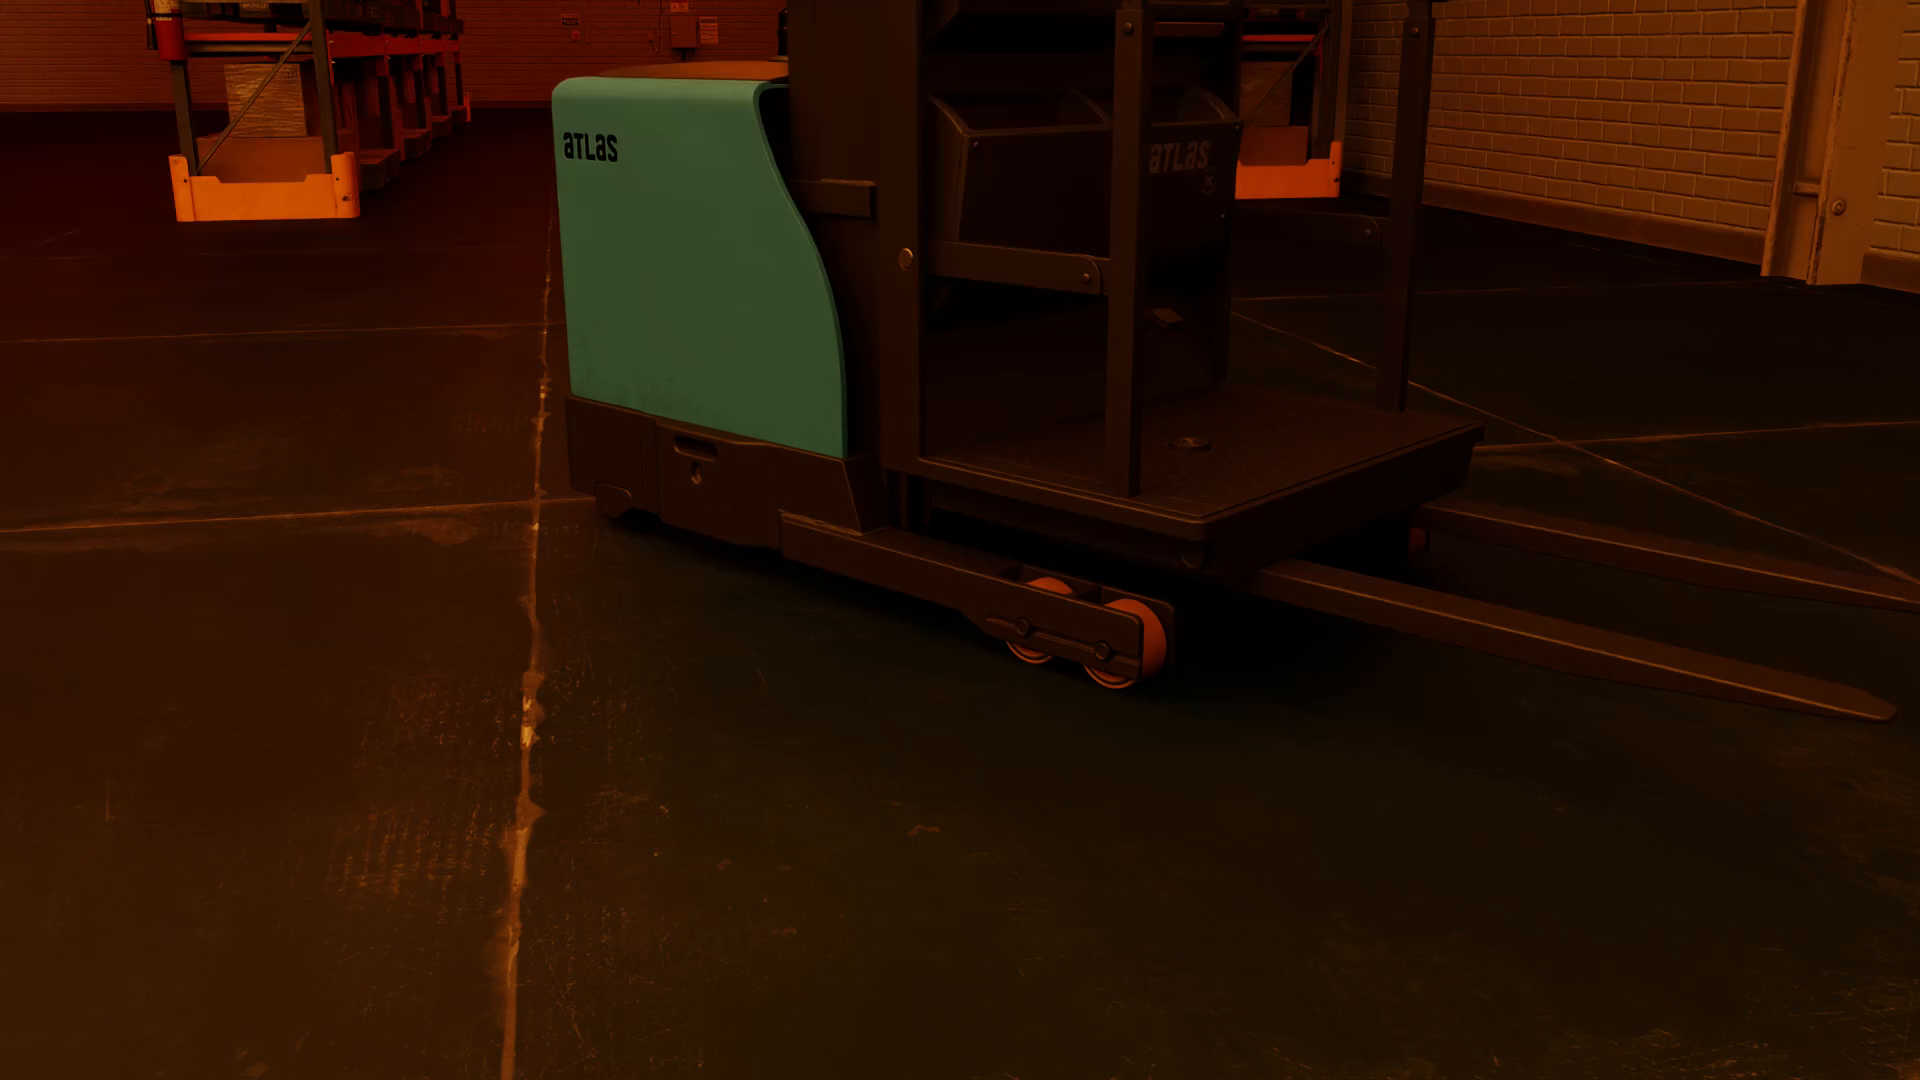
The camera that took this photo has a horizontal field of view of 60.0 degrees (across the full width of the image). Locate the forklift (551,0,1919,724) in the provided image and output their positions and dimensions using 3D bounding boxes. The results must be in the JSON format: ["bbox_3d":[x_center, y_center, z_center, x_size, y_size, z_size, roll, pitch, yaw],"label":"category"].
[{"bbox_3d":[0.433,-1.296,3.230,3.031,2.935,1.130,15,22,41],"label":"forklift"}]
